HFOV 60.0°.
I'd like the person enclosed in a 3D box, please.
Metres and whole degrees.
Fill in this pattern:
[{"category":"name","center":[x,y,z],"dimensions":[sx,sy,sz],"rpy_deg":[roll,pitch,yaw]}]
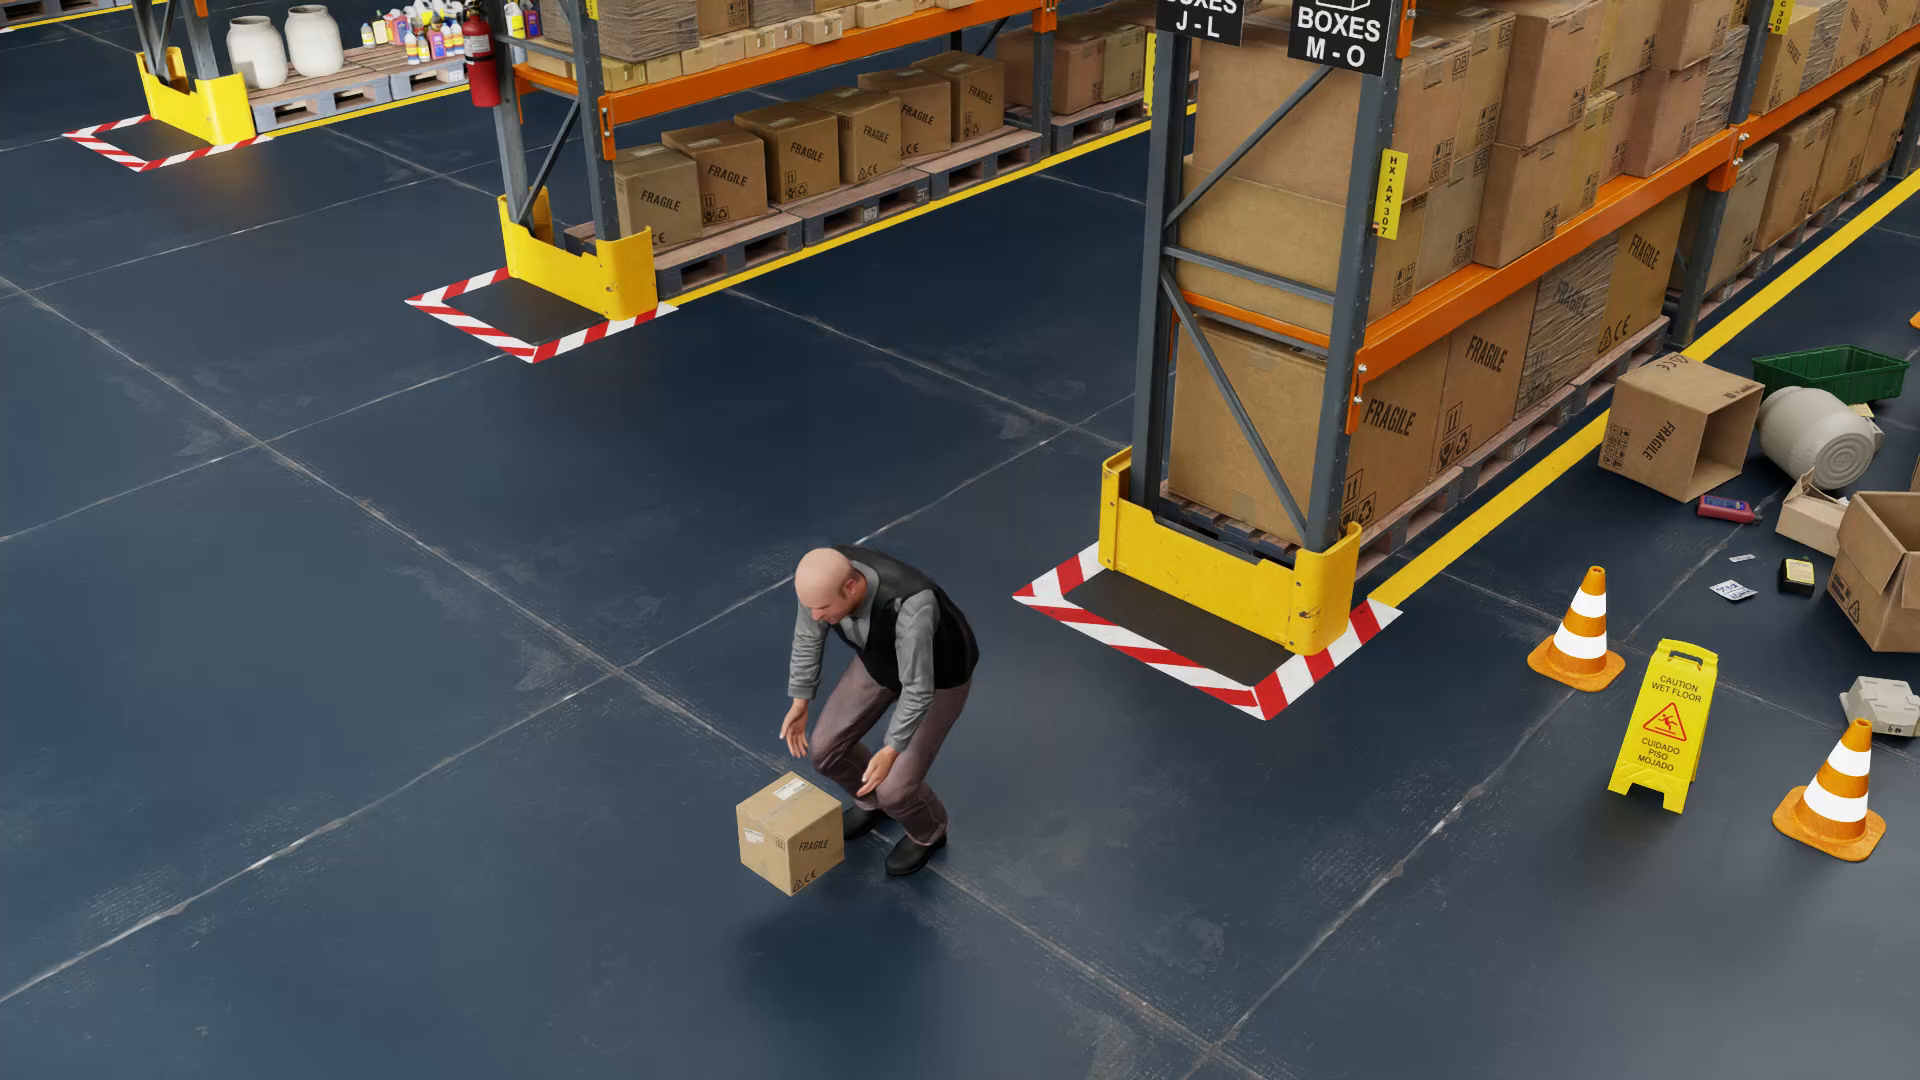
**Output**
[{"category":"person","center":[-0.249,0.525,5.632],"dimensions":[0.592,1.371,0.725],"rpy_deg":[25,39,35]}]
